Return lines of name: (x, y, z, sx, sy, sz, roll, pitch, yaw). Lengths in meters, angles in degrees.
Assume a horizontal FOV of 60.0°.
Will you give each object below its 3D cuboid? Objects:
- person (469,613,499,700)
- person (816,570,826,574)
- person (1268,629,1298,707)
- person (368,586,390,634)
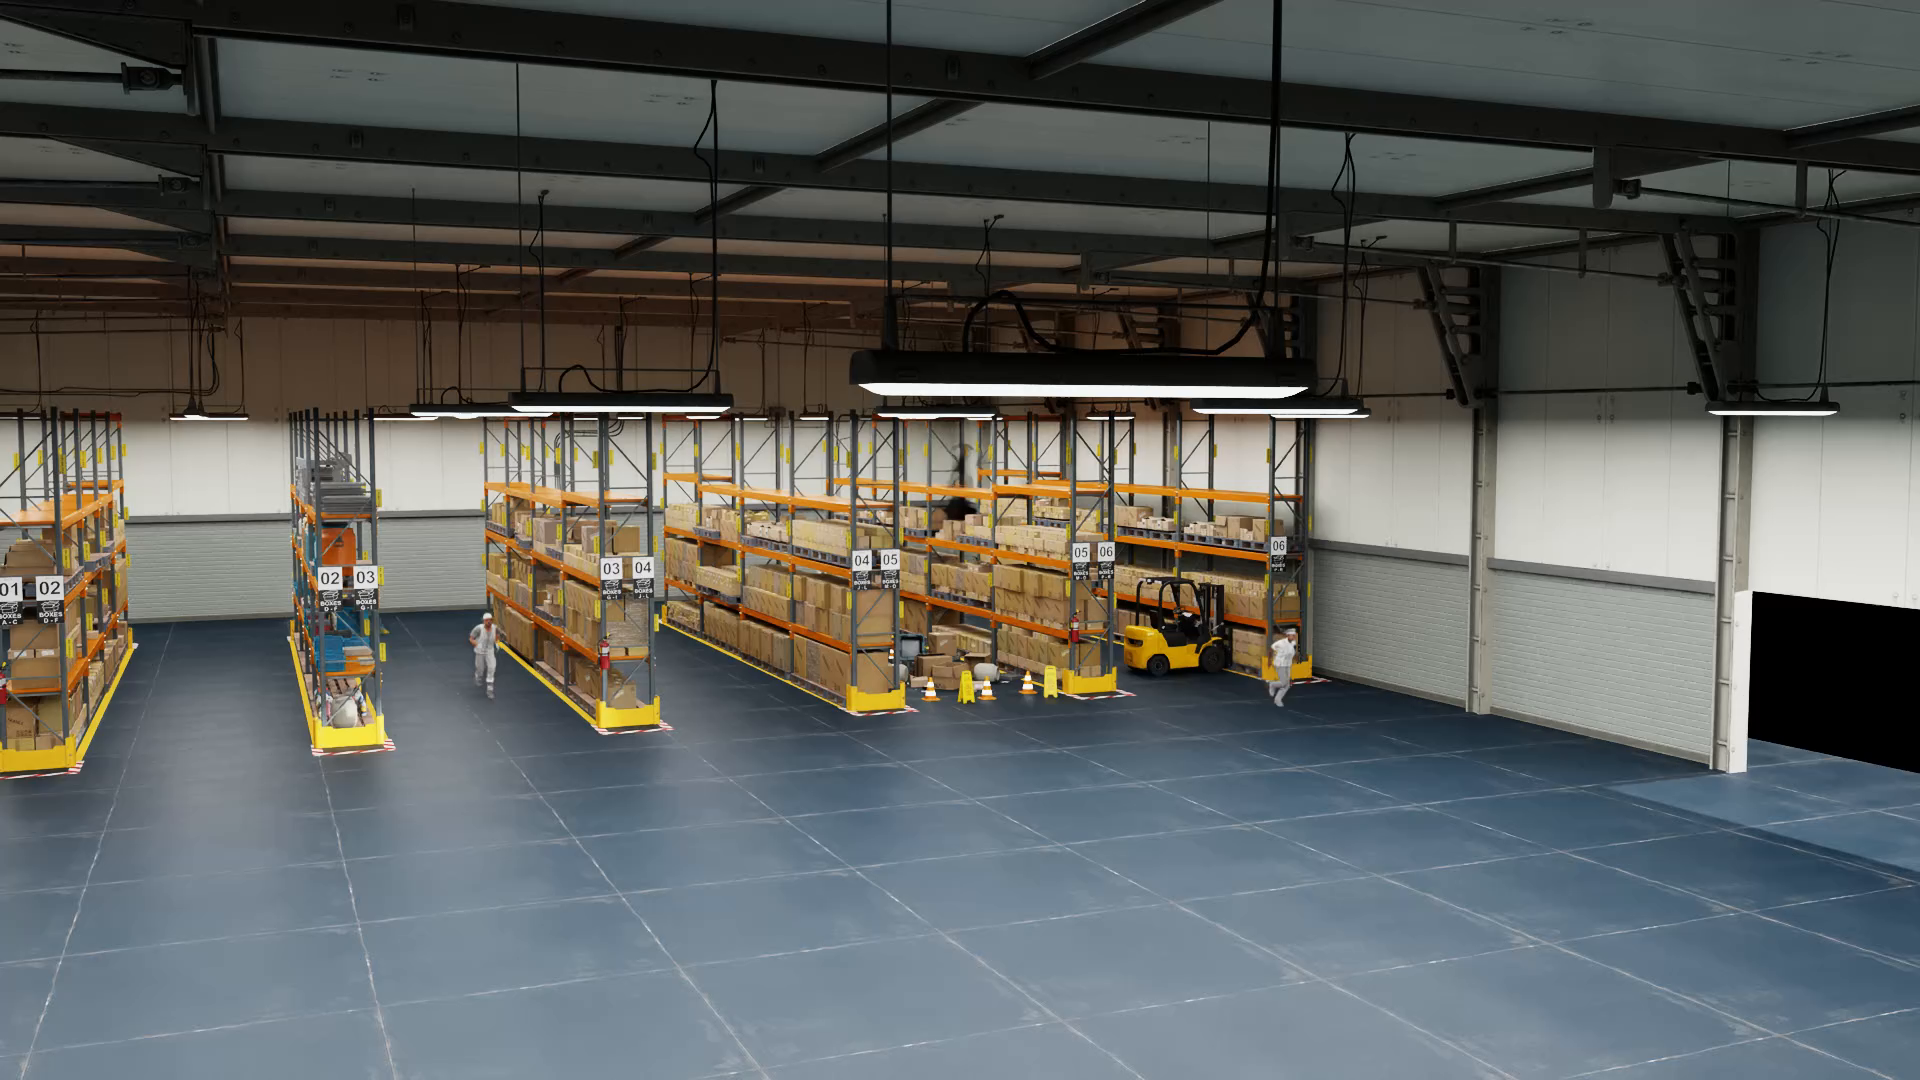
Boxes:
person: (-9.992, 2.398, 34.939, 0.659, 1.772, 1.137, -2, 5, -29)
person: (-4.265, 1.324, 51.167, 0.653, 1.619, 0.586, -3, 5, -33)
person: (6.569, 2.574, 33.718, 0.562, 1.620, 0.689, -3, 5, -35)
person: (-15.969, 1.669, 45.133, 0.971, 1.765, 0.713, 2, 4, 22)
